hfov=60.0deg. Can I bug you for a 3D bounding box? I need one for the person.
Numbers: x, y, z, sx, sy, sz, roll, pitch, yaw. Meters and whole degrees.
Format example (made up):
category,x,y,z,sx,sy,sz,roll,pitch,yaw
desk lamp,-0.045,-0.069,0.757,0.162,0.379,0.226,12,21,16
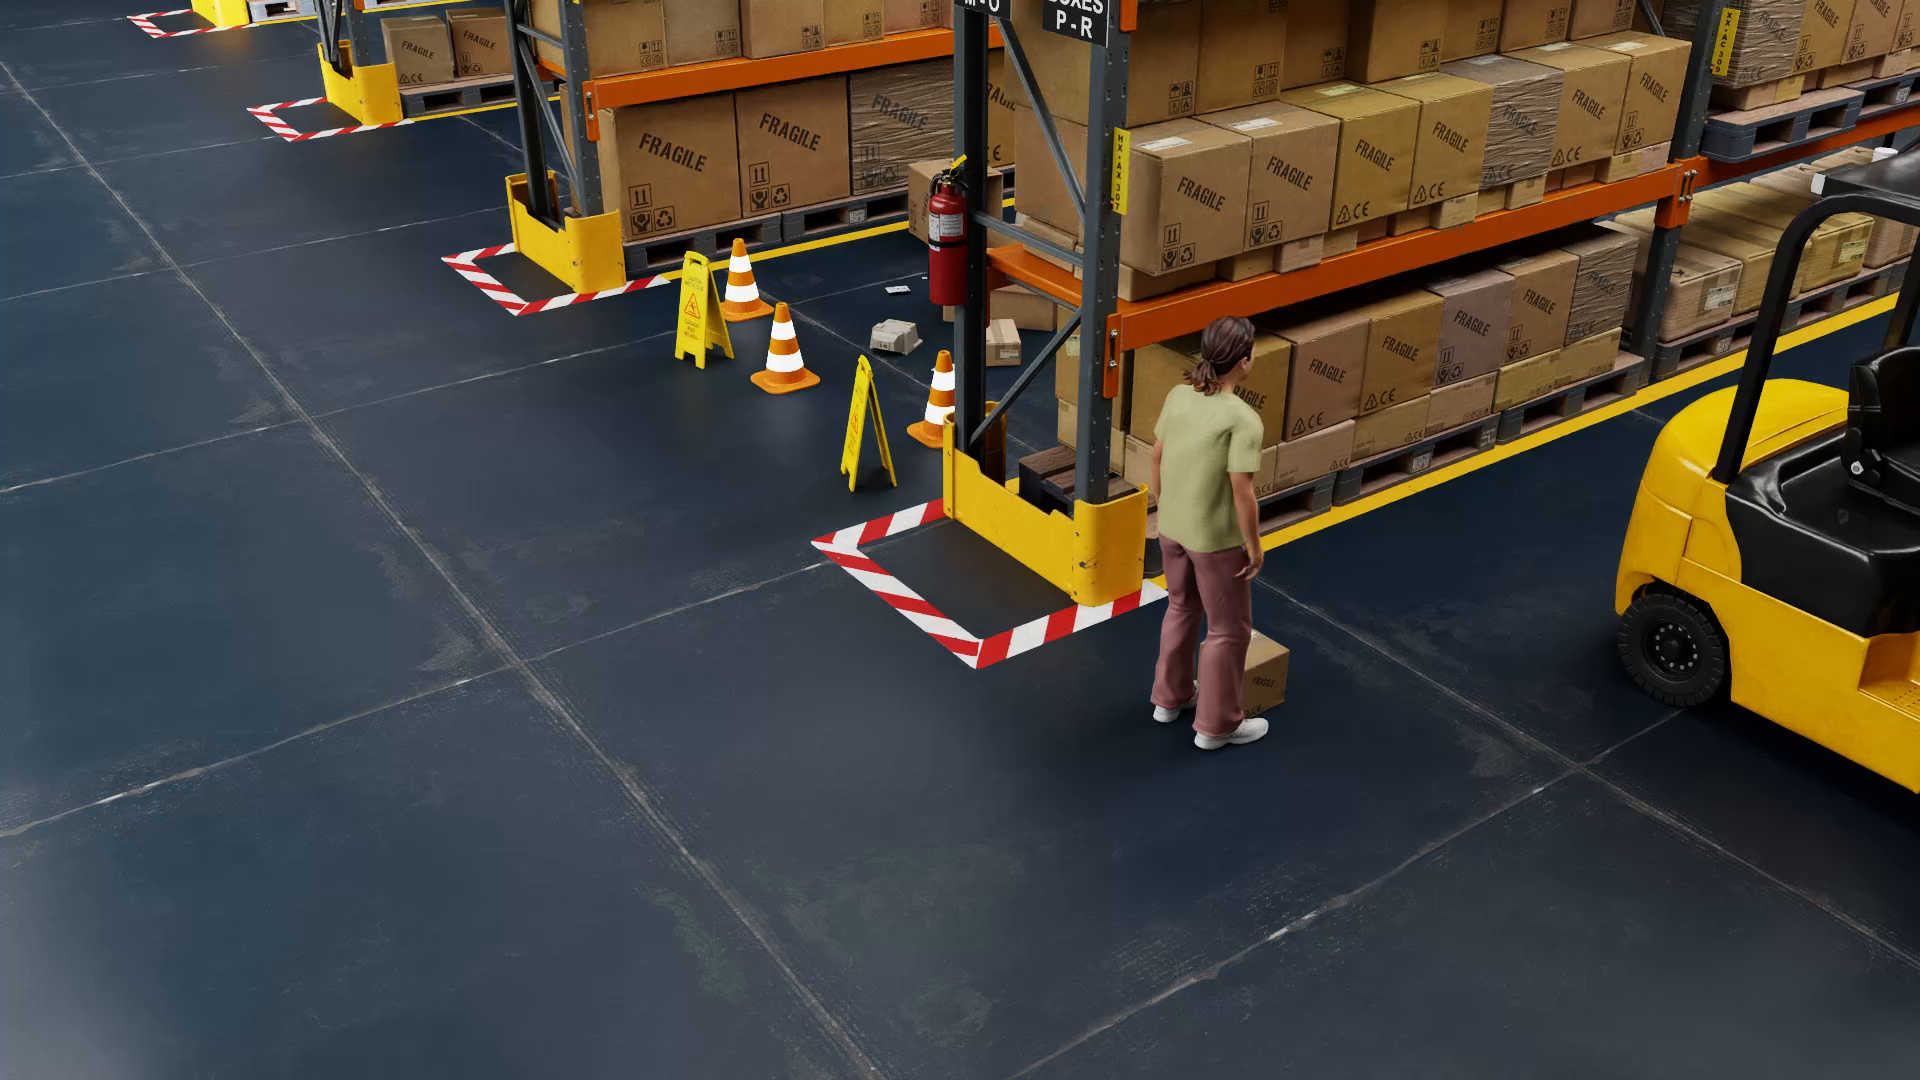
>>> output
category,x,y,z,sx,sy,sz,roll,pitch,yaw
person,0.925,-0.015,6.174,0.353,1.652,0.521,-21,35,-33
